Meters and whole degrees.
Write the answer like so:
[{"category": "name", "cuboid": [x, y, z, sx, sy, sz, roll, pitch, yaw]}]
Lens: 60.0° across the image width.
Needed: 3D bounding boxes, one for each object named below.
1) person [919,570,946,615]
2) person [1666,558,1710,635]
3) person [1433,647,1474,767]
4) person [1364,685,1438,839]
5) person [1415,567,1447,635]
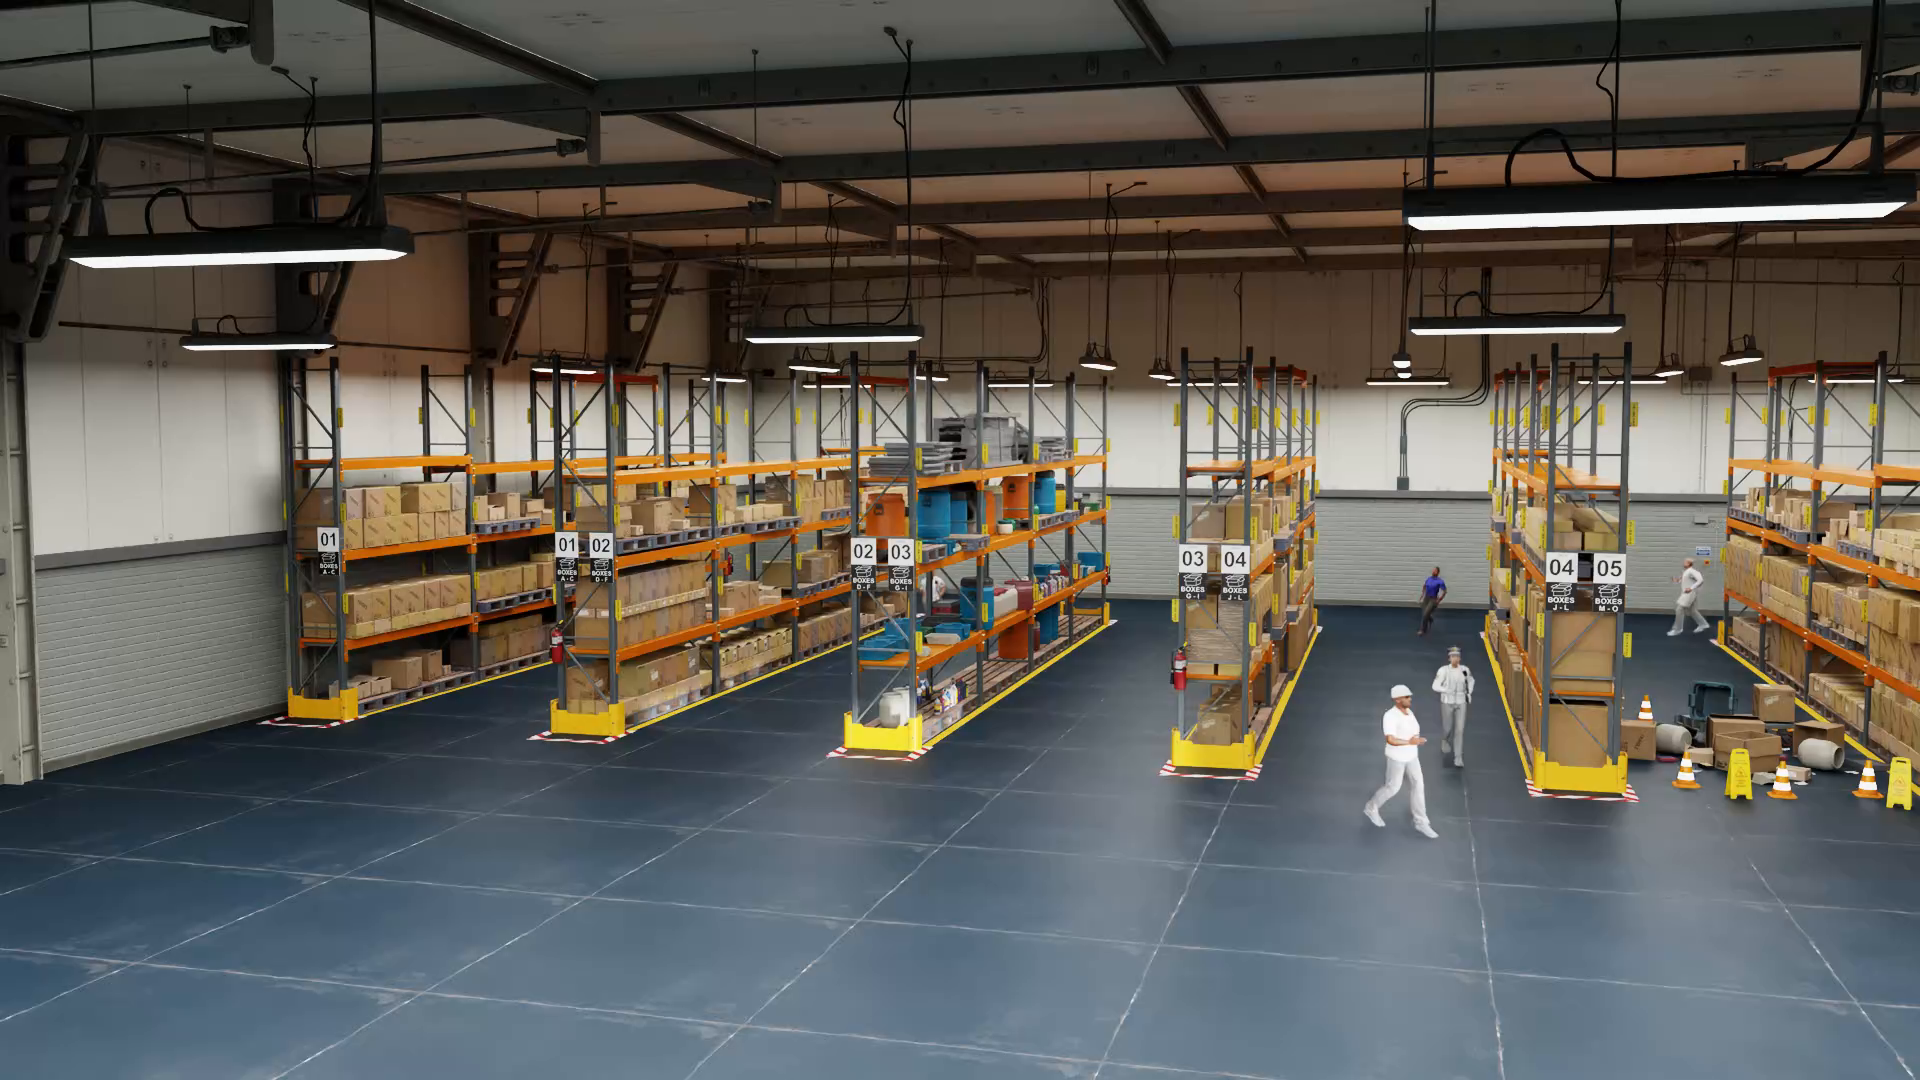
[{"category": "person", "cuboid": [-0.643, 1.436, 37.551, 0.580, 1.671, 0.685, 1, 4, 10]}, {"category": "person", "cuboid": [16.753, 1.312, 38.175, 0.933, 1.824, 0.713, 1, 4, 17]}, {"category": "person", "cuboid": [7.135, 2.363, 23.996, 0.617, 1.667, 0.957, 1, 4, 7]}, {"category": "person", "cuboid": [5.291, 2.631, 19.961, 0.689, 1.796, 0.928, -4, 6, -43]}, {"category": "person", "cuboid": [10.872, 1.400, 38.271, 0.587, 1.582, 0.620, -4, 5, -40]}]
